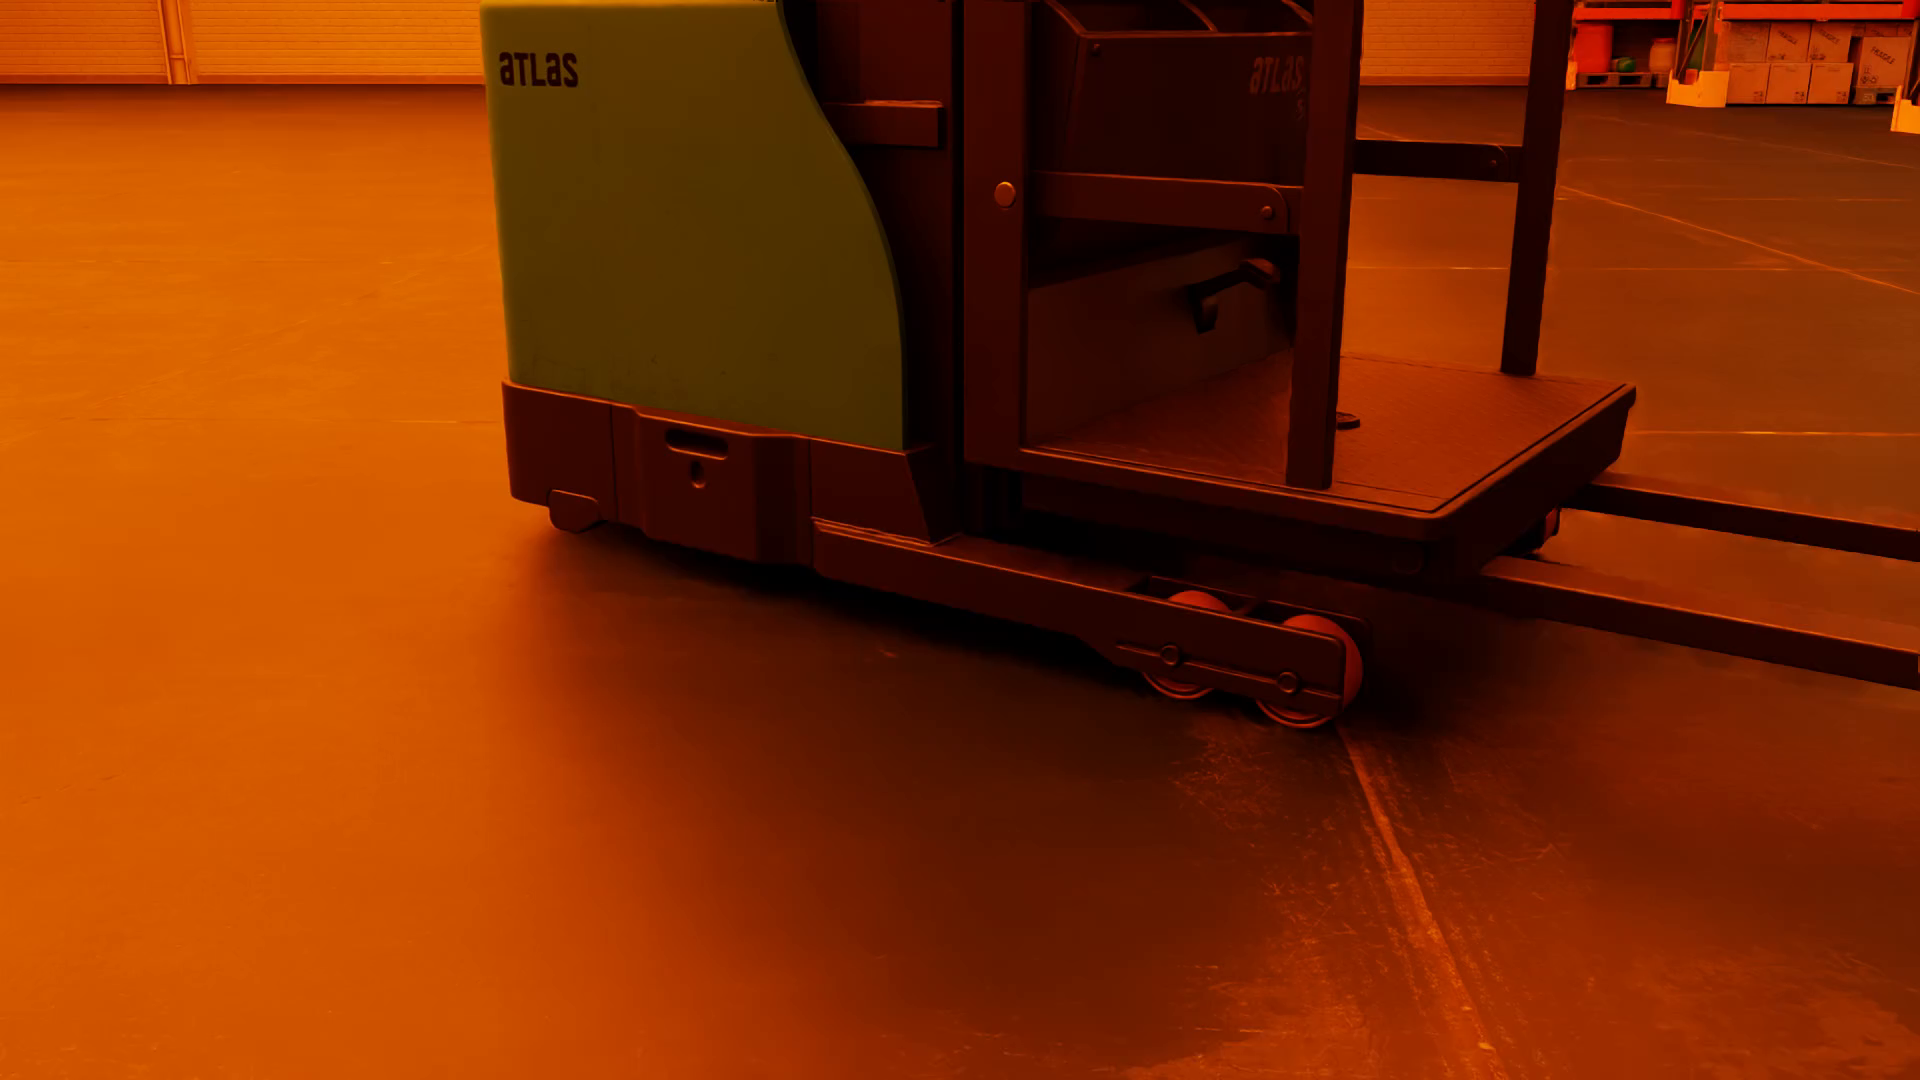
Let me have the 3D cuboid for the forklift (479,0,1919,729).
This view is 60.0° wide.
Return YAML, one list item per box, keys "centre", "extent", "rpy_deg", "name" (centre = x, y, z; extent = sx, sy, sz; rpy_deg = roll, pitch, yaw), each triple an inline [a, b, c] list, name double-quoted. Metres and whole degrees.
- centre: [0.568, -1.299, 2.611]
  extent: [3.031, 2.935, 1.130]
  rpy_deg: [12, 21, 33]
  name: "forklift"
